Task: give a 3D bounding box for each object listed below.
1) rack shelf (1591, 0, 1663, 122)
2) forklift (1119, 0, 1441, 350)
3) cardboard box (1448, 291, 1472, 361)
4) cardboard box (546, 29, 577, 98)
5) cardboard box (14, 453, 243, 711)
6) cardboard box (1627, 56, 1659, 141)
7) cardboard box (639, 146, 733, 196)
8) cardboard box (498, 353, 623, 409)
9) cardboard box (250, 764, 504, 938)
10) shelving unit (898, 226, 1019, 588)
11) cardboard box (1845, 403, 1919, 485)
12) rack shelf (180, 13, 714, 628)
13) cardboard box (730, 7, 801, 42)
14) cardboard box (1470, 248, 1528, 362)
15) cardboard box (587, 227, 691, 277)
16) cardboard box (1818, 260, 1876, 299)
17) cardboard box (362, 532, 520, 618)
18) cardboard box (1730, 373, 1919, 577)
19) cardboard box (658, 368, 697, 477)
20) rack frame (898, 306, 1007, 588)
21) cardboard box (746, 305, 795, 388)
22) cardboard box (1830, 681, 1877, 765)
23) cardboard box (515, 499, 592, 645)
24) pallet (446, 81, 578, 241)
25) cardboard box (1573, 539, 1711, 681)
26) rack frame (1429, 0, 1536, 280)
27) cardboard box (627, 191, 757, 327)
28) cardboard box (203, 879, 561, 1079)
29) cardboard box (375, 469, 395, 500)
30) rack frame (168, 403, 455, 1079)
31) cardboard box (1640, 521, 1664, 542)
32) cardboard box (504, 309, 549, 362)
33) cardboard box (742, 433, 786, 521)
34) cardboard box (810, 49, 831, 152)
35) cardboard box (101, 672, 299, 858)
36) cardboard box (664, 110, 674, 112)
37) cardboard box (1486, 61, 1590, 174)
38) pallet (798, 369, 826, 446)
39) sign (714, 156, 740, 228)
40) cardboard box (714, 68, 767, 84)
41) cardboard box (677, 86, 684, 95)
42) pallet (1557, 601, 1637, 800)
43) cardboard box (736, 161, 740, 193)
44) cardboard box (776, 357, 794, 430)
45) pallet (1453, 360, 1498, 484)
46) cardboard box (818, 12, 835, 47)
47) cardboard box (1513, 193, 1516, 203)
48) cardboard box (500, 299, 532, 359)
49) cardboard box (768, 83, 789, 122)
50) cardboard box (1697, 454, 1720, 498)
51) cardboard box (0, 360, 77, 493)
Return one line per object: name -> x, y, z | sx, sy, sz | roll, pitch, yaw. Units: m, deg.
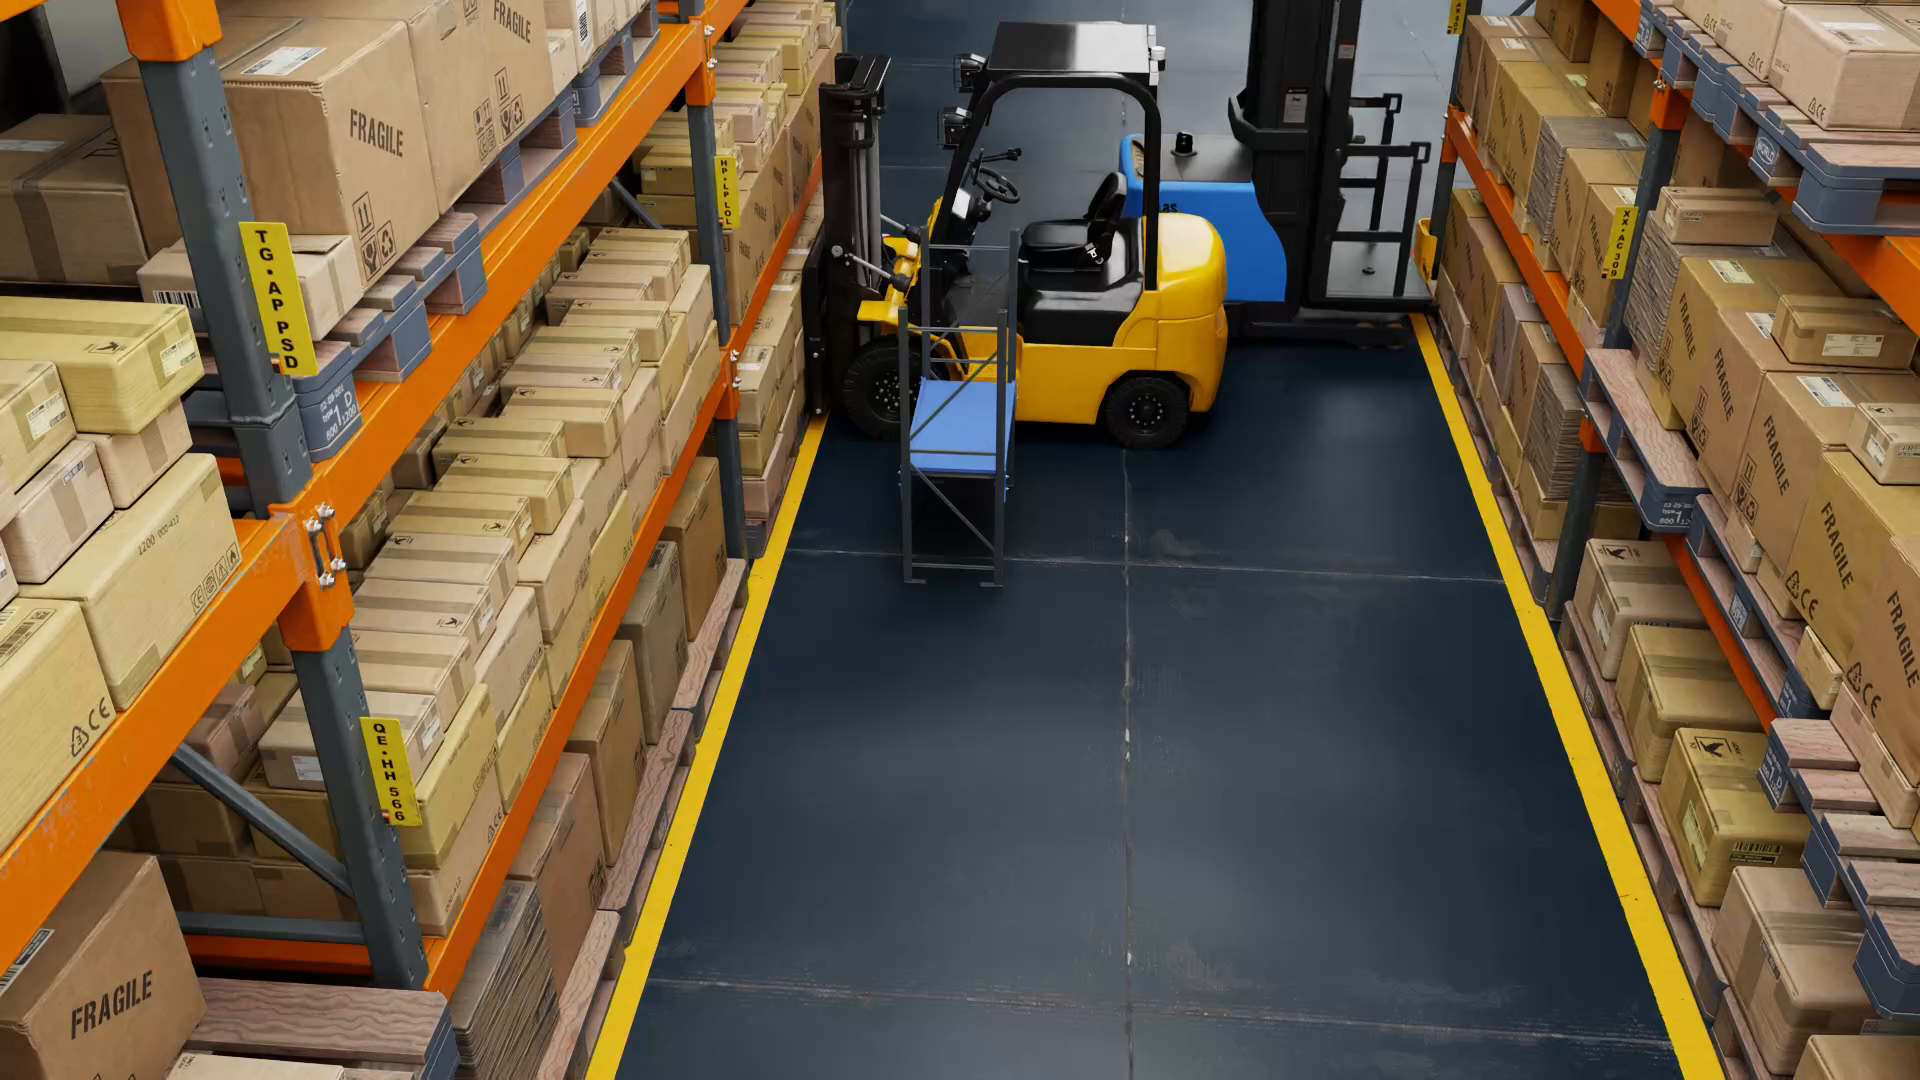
rack shelf -> 3.537, -2.902, 8.427 | 1.077, 0.370, 4.000 | 2, 32, 4
forklift -> 2.551, -2.766, 10.445 | 3.031, 2.935, 1.130 | 1, 32, 2
cardboard box -> 3.309, -1.309, 10.236 | 0.500, 0.250, 0.500 | 4, 32, 6
cardboard box -> -1.423, -1.496, 5.203 | 0.380, 0.149, 0.250 | 2, 32, 3
cardboard box -> -1.699, 0.061, 3.075 | 0.500, 0.250, 0.500 | 1, 32, 2
cardboard box -> 3.757, -2.229, 8.176 | 0.700, 0.500, 0.500 | 2, 32, 3
cardboard box -> -1.252, -1.695, 7.645 | 0.380, 0.149, 0.250 | 3, 32, 5
cardboard box -> -1.455, -0.557, 6.081 | 0.380, 0.149, 0.250 | 3, 32, 4
cardboard box -> -1.620, 0.838, 4.674 | 0.500, 0.250, 0.500 | 3, 32, 4
shelving unit -> 0.007, -0.683, 8.429 | 0.538, 1.500, 1.048 | 2, 32, 4
cardboard box -> 2.900, -0.286, 4.957 | 0.380, 0.149, 0.250 | 1, 32, 2
rack shelf -> -1.737, -1.021, 5.374 | 1.077, 0.370, 4.000 | 2, 32, 4
cardboard box -> -1.145, -3.041, 9.829 | 0.380, 0.149, 0.250 | 3, 32, 4
cardboard box -> 3.270, -1.347, 9.582 | 0.500, 0.500, 0.500 | 3, 32, 5
cardboard box -> -1.380, -1.227, 7.168 | 0.380, 0.149, 0.250 | 4, 32, 6
cardboard box -> 3.526, -0.723, 6.285 | 0.500, 0.500, 0.500 | 3, 32, 4
cardboard box -> -1.555, 0.111, 4.998 | 0.380, 0.149, 0.250 | 3, 32, 5
cardboard box -> 2.925, -0.212, 5.456 | 0.500, 0.500, 0.500 | 1, 32, 2
cardboard box -> -1.389, -0.494, 6.836 | 0.500, 0.250, 0.500 | 2, 32, 4
rack frame -> -0.034, -0.417, 7.998 | 0.500, 1.500, 0.032 | 2, 32, 4
cardboard box -> -1.170, -1.036, 8.840 | 0.500, 0.250, 0.500 | 3, 32, 4
cardboard box -> 2.794, 0.544, 4.847 | 0.380, 0.149, 0.250 | 1, 32, 2
cardboard box -> -1.517, 0.090, 5.411 | 0.500, 0.250, 0.500 | 2, 32, 3
pallet -> -1.845, -1.145, 5.069 | 1.003, 0.211, 1.213 | 4, 32, 6
cardboard box -> 3.334, 0.328, 7.462 | 0.950, 0.372, 0.625 | 3, 32, 5
rack frame -> 3.699, -2.977, 10.722 | 1.000, 3.000, 0.127 | 2, 32, 4
cardboard box -> -1.277, -1.359, 8.001 | 0.500, 0.500, 0.500 | 2, 32, 3
cardboard box -> -1.835, 1.502, 5.316 | 0.875, 0.625, 0.625 | 3, 32, 6
cardboard box -> -2.096, -0.175, 5.461 | 0.380, 0.149, 0.250 | 2, 32, 3
rack frame -> -1.899, 0.996, 4.275 | 1.000, 3.000, 0.127 | 2, 32, 4
cardboard box -> 3.691, -0.191, 8.422 | 0.500, 0.250, 0.500 | 1, 32, 2
cardboard box -> -1.922, -0.728, 6.739 | 0.500, 0.250, 0.500 | 2, 32, 3
cardboard box -> -1.204, -0.343, 8.668 | 0.500, 0.250, 0.500 | 3, 32, 4
cardboard box -> -1.078, -2.691, 10.162 | 0.500, 0.500, 0.500 | 3, 32, 6
cardboard box -> -2.140, 0.600, 4.584 | 0.500, 0.250, 0.500 | 3, 32, 5
cardboard box -> -1.692, -2.127, 8.629 | 0.380, 0.149, 0.250 | 3, 32, 6
cardboard box -> 3.305, -2.373, 9.363 | 0.500, 0.500, 0.500 | 2, 32, 3
pallet -> -1.371, -0.963, 10.111 | 1.003, 0.211, 1.213 | 2, 32, 4
sign -> -1.032, -1.537, 7.357 | 0.100, 0.325, 0.005 | 2, 32, 4
cardboard box -> -1.226, -2.372, 8.743 | 0.380, 0.149, 0.250 | 2, 32, 4
cardboard box -> -1.661, -2.520, 8.984 | 0.380, 0.149, 0.250 | 3, 32, 5
pallet -> 3.312, 0.708, 7.399 | 1.003, 0.211, 1.213 | 2, 32, 4
cardboard box -> -1.266, -1.706, 7.945 | 0.380, 0.149, 0.250 | 3, 32, 5
cardboard box -> -1.188, -0.820, 8.966 | 0.500, 0.250, 0.500 | 2, 32, 4
pallet -> 3.490, -0.691, 9.670 | 1.003, 0.211, 1.213 | 2, 32, 4
cardboard box -> -0.988, -3.178, 10.334 | 0.380, 0.149, 0.250 | 3, 32, 5
cardboard box -> 3.290, -1.889, 9.196 | 0.380, 0.149, 0.250 | 2, 32, 3
cardboard box -> -1.912, -0.837, 6.535 | 0.380, 0.149, 0.250 | 2, 32, 4
cardboard box -> -1.140, -2.378, 9.036 | 0.380, 0.149, 0.250 | 2, 32, 3
cardboard box -> 2.975, -0.268, 6.165 | 0.380, 0.149, 0.250 | 3, 32, 5
cardboard box -> -1.759, -0.188, 2.817 | 0.380, 0.149, 0.250 | 1, 32, 2
